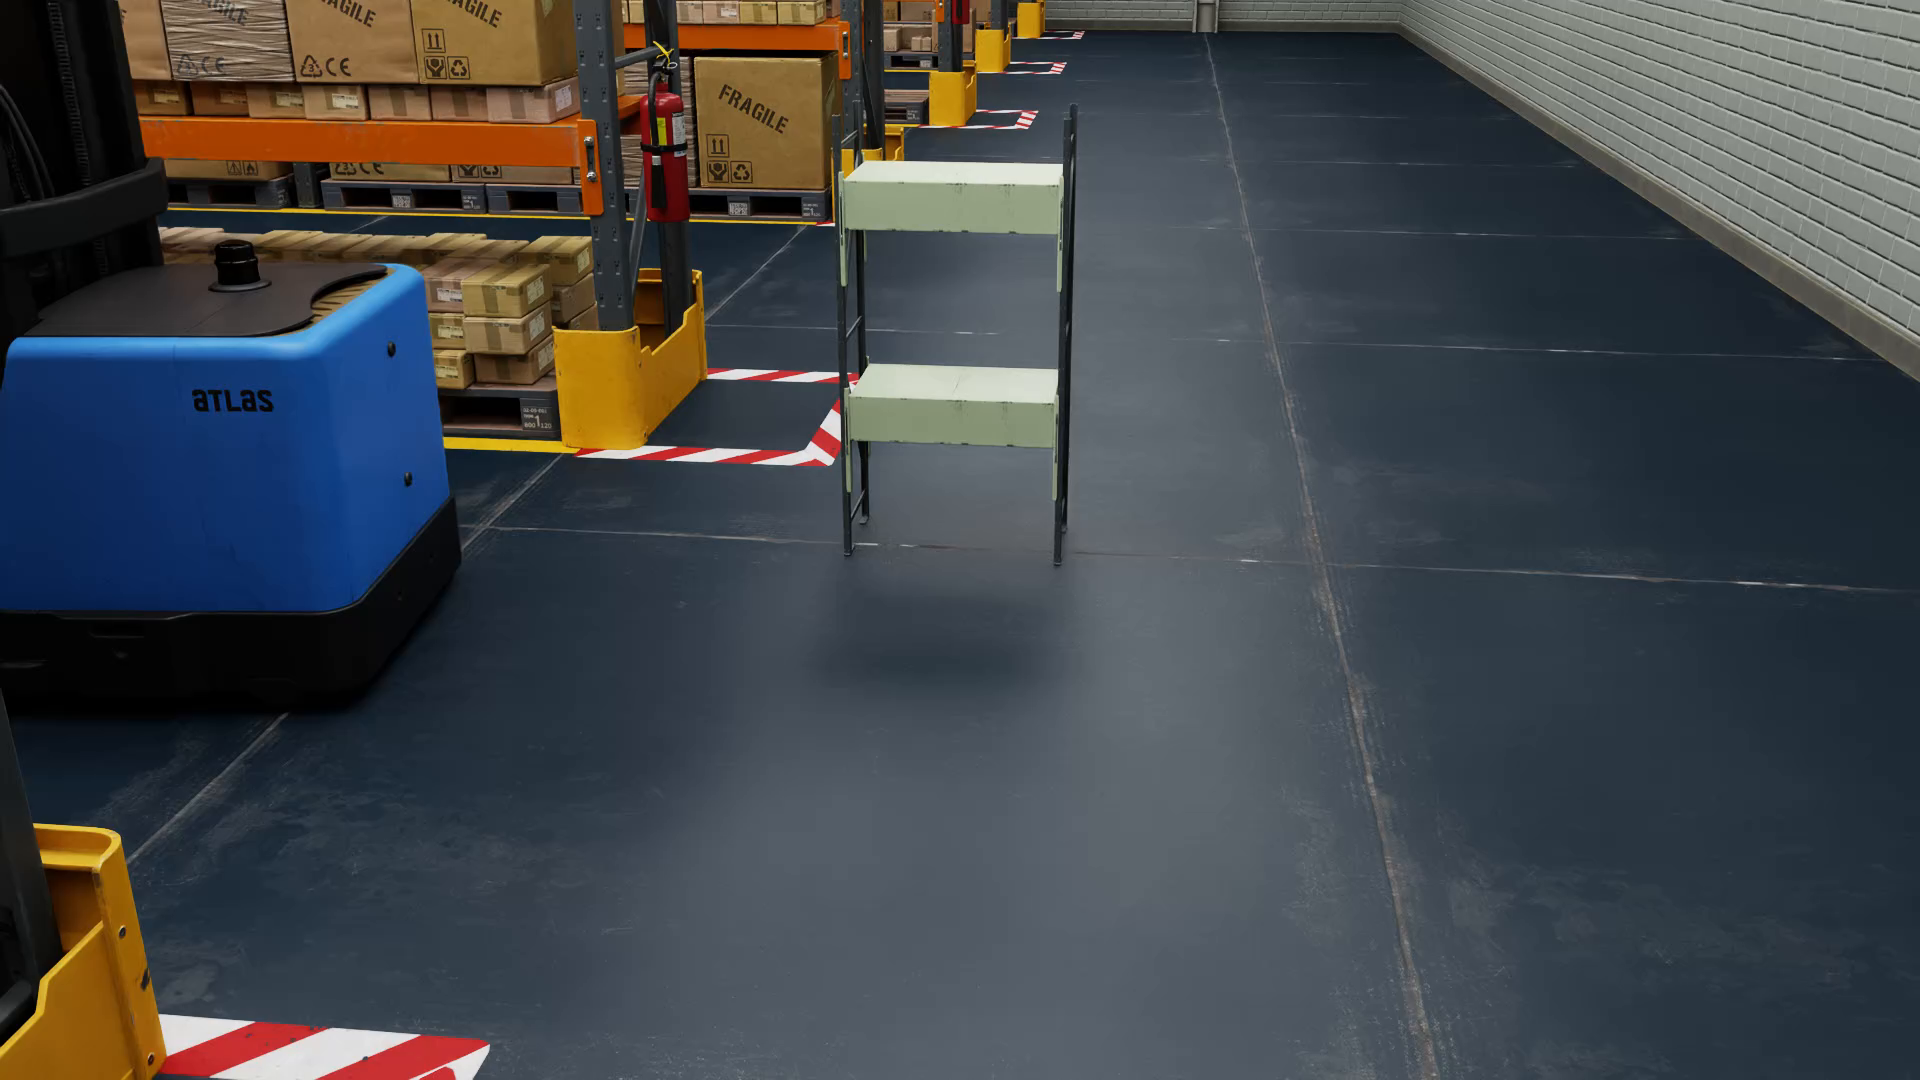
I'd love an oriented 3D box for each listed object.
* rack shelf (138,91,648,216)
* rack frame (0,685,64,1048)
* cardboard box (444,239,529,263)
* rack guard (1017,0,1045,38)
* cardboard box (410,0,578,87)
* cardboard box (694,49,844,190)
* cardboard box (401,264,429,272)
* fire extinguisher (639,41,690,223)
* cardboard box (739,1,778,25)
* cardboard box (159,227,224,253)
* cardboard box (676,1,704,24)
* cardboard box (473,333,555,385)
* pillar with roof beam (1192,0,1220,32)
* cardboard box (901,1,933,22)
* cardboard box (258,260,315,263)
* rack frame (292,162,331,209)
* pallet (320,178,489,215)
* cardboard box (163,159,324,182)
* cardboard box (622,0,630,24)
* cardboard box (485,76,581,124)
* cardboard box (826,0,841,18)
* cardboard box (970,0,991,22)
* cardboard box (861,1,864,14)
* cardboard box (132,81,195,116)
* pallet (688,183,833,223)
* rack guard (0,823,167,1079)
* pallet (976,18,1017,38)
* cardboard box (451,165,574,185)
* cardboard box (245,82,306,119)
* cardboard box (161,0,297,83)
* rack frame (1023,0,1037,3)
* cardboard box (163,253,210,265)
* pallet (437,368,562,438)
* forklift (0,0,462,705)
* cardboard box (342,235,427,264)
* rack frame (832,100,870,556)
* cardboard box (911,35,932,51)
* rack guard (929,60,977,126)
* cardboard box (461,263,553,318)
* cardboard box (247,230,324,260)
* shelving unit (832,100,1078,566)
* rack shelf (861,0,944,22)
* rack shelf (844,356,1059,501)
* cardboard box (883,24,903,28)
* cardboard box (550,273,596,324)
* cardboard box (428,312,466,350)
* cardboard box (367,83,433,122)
[{"bbox_3d":[-3.342,-1.733,7.223,4.000,0.370,1.077,2,22,6],"label":"rack shelf"},{"bbox_3d":[-1.838,-0.170,2.289,0.127,3.000,1.000,2,22,6],"label":"rack frame"},{"bbox_3d":[-2.124,-1.242,7.499,0.250,0.149,0.380,3,22,7],"label":"cardboard box"},{"bbox_3d":[1.101,-8.050,25.621,0.348,0.500,1.175,2,22,6],"label":"rack guard"},{"bbox_3d":[-1.833,-2.092,6.610,0.500,0.500,0.500,3,22,7],"label":"cardboard box"},{"bbox_3d":[-1.317,-2.993,11.750,0.875,0.875,0.875,2,22,6],"label":"cardboard box"},{"bbox_3d":[-2.426,-1.054,7.024,0.250,0.149,0.380,2,22,5],"label":"cardboard box"},{"bbox_3d":[-1.160,-1.592,6.500,0.183,0.674,0.296,2,22,6],"label":"fire extinguisher"},{"bbox_3d":[-1.323,-3.577,11.249,0.250,0.149,0.380,3,22,7],"label":"cardboard box"},{"bbox_3d":[-3.640,-1.351,7.773,0.250,0.149,0.380,2,22,4],"label":"cardboard box"},{"bbox_3d":[-1.821,-3.599,11.306,0.250,0.149,0.380,3,22,7],"label":"cardboard box"},{"bbox_3d":[-1.903,-0.797,7.183,0.250,0.149,0.380,3,22,7],"label":"cardboard box"},{"bbox_3d":[3.353,-10.630,20.589,0.400,9.000,9.100,2,22,6],"label":"pillar with roof beam"},{"bbox_3d":[-0.626,-8.283,25.640,0.500,0.500,0.700,2,22,5],"label":"cardboard box"},{"bbox_3d":[-2.949,-1.080,7.089,0.250,0.149,0.380,3,22,8],"label":"cardboard box"},{"bbox_3d":[-4.644,-3.961,11.879,0.127,3.000,1.000,2,22,6],"label":"rack frame"},{"bbox_3d":[-3.898,-2.603,12.236,1.213,0.211,1.003,2,22,6],"label":"pallet"},{"bbox_3d":[-5.282,-3.188,12.244,0.875,0.875,1.225,3,22,6],"label":"cardboard box"},{"bbox_3d":[-2.336,-3.621,11.360,0.250,0.149,0.380,3,22,6],"label":"cardboard box"},{"bbox_3d":[-1.713,-1.775,6.692,0.250,0.149,0.380,3,22,6],"label":"cardboard box"},{"bbox_3d":[-0.986,-3.807,11.831,0.250,0.149,0.380,3,22,7],"label":"cardboard box"},{"bbox_3d":[0.370,-8.240,25.531,0.500,0.500,0.700,2,22,6],"label":"cardboard box"},{"bbox_3d":[-1.666,-8.326,25.750,0.500,0.500,0.700,2,22,6],"label":"cardboard box"},{"bbox_3d":[-3.247,-1.869,6.928,0.250,0.149,0.380,3,22,7],"label":"cardboard box"},{"bbox_3d":[-1.475,-2.497,11.969,1.213,0.211,1.003,2,22,6],"label":"pallet"},{"bbox_3d":[-1.814,0.994,2.746,0.348,0.500,1.175,2,22,6],"label":"rack guard"},{"bbox_3d":[0.274,-7.922,25.692,1.213,0.211,1.003,2,22,6],"label":"pallet"},{"bbox_3d":[-3.104,-3.071,11.947,0.875,0.875,0.875,2,22,6],"label":"cardboard box"},{"bbox_3d":[-2.721,-1.830,6.830,0.250,0.149,0.380,2,22,4],"label":"cardboard box"},{"bbox_3d":[-2.848,-2.134,6.718,0.500,0.500,0.500,3,22,6],"label":"cardboard box"},{"bbox_3d":[1.077,-9.213,25.164,0.127,3.000,1.000,2,22,6],"label":"rack frame"},{"bbox_3d":[-3.462,-1.133,7.223,0.250,0.149,0.380,3,22,7],"label":"cardboard box"},{"bbox_3d":[-2.234,-0.736,7.514,1.213,0.211,1.003,2,22,6],"label":"pallet"},{"bbox_3d":[-3.183,-1.070,4.660,3.031,2.935,1.130,0,22,1],"label":"forklift"},{"bbox_3d":[-2.615,-1.280,7.596,0.250,0.149,0.380,1,22,4],"label":"cardboard box"},{"bbox_3d":[-0.370,-0.714,5.705,0.023,1.500,0.400,2,22,6],"label":"rack frame"},{"bbox_3d":[-0.463,-6.275,20.988,0.250,0.166,0.380,2,22,6],"label":"cardboard box"},{"bbox_3d":[-0.064,-4.437,16.484,0.348,0.500,1.175,2,22,6],"label":"rack guard"},{"bbox_3d":[-1.912,-1.058,7.033,0.250,0.149,0.380,3,22,7],"label":"cardboard box"},{"bbox_3d":[-3.146,-1.324,7.706,0.250,0.149,0.380,3,22,7],"label":"cardboard box"},{"bbox_3d":[-0.007,-0.698,5.665,0.755,1.500,0.431,2,22,6],"label":"shelving unit"},{"bbox_3d":[-2.075,-5.348,16.366,4.000,0.370,1.077,2,22,6],"label":"rack shelf"},{"bbox_3d":[-0.007,-0.395,5.785,0.720,0.370,0.431,2,22,6],"label":"rack shelf"},{"bbox_3d":[-1.002,-6.501,21.444,0.500,0.250,0.500,2,22,6],"label":"cardboard box"},{"bbox_3d":[-1.846,-1.105,7.558,0.250,0.149,0.380,3,22,9],"label":"cardboard box"},{"bbox_3d":[-2.167,-0.939,7.136,0.250,0.149,0.380,2,22,5],"label":"cardboard box"},{"bbox_3d":[-2.206,-1.805,6.768,0.250,0.149,0.380,2,22,6],"label":"cardboard box"}]
